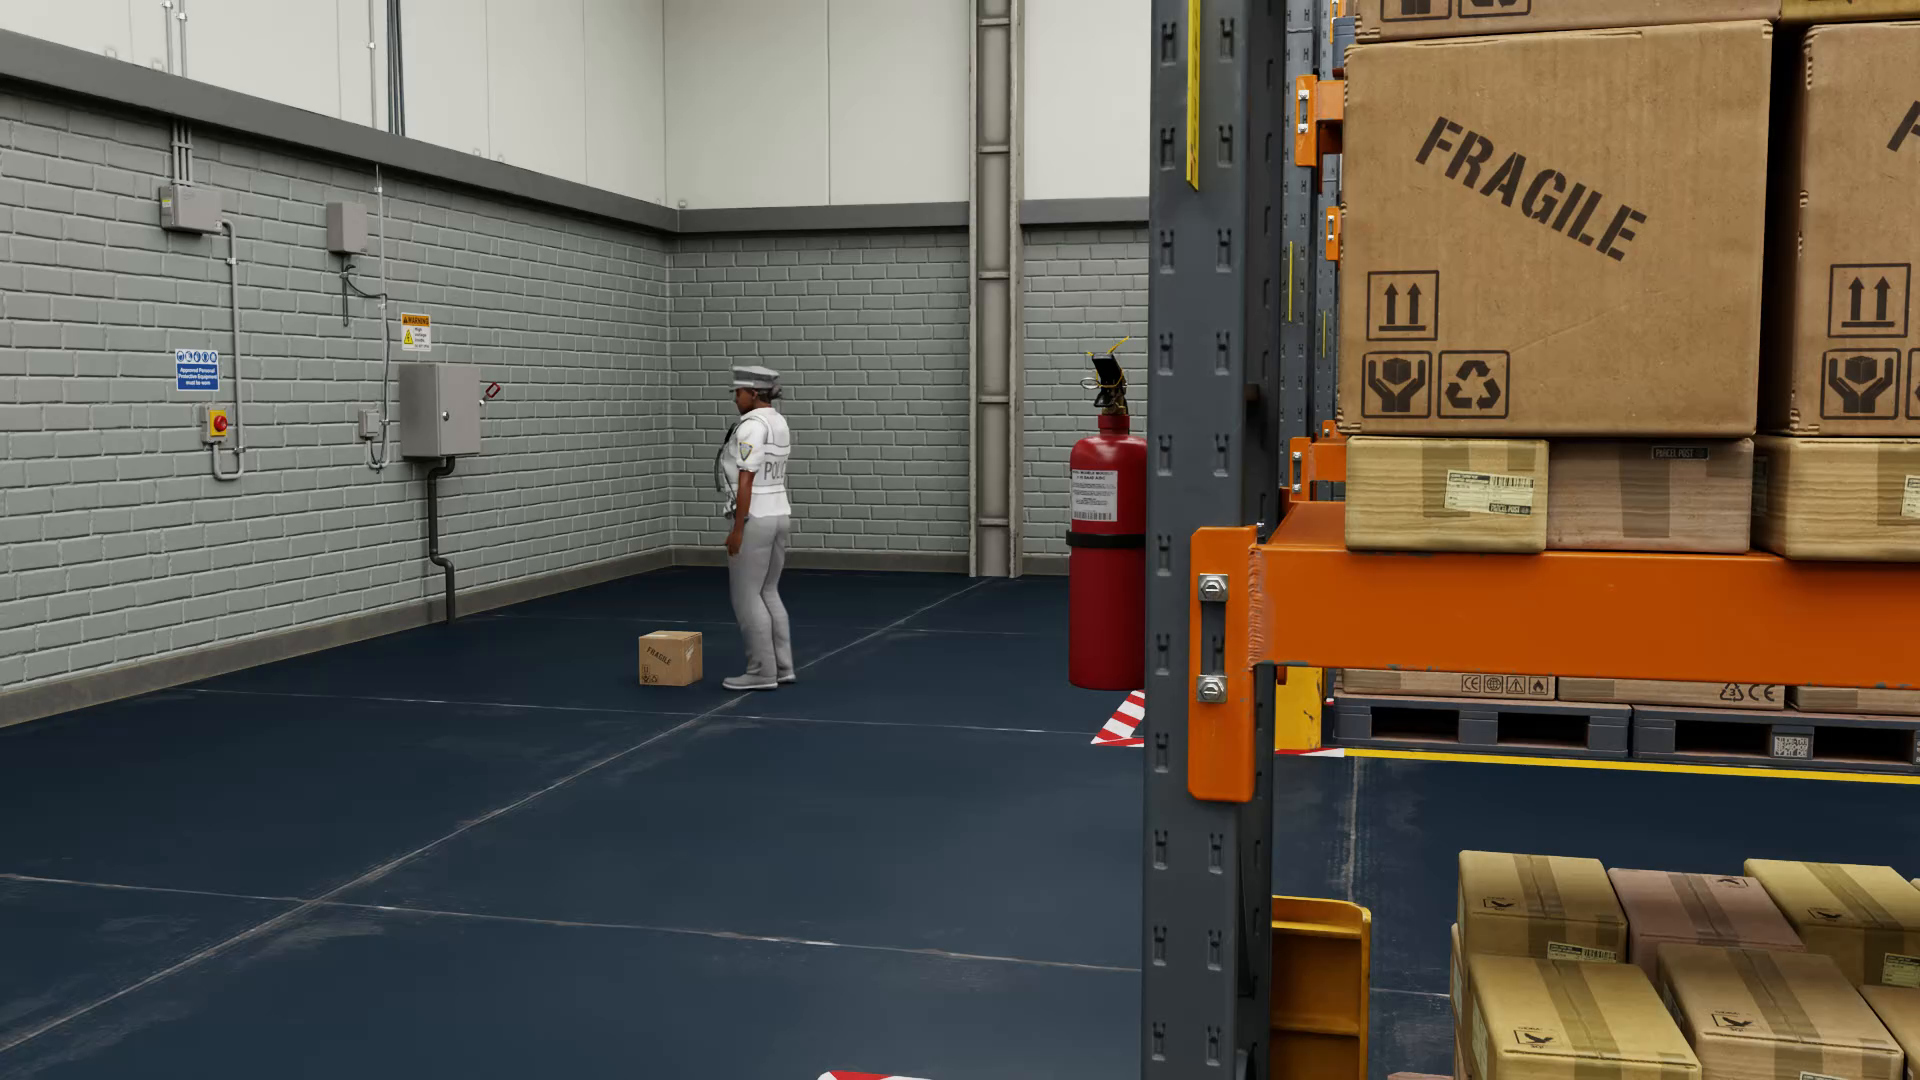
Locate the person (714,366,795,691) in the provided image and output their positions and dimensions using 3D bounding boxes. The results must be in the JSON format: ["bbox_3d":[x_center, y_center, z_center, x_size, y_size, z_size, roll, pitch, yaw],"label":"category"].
[{"bbox_3d":[-1.055,-0.059,8.558,0.341,1.669,0.438,1,5,15],"label":"person"}]
